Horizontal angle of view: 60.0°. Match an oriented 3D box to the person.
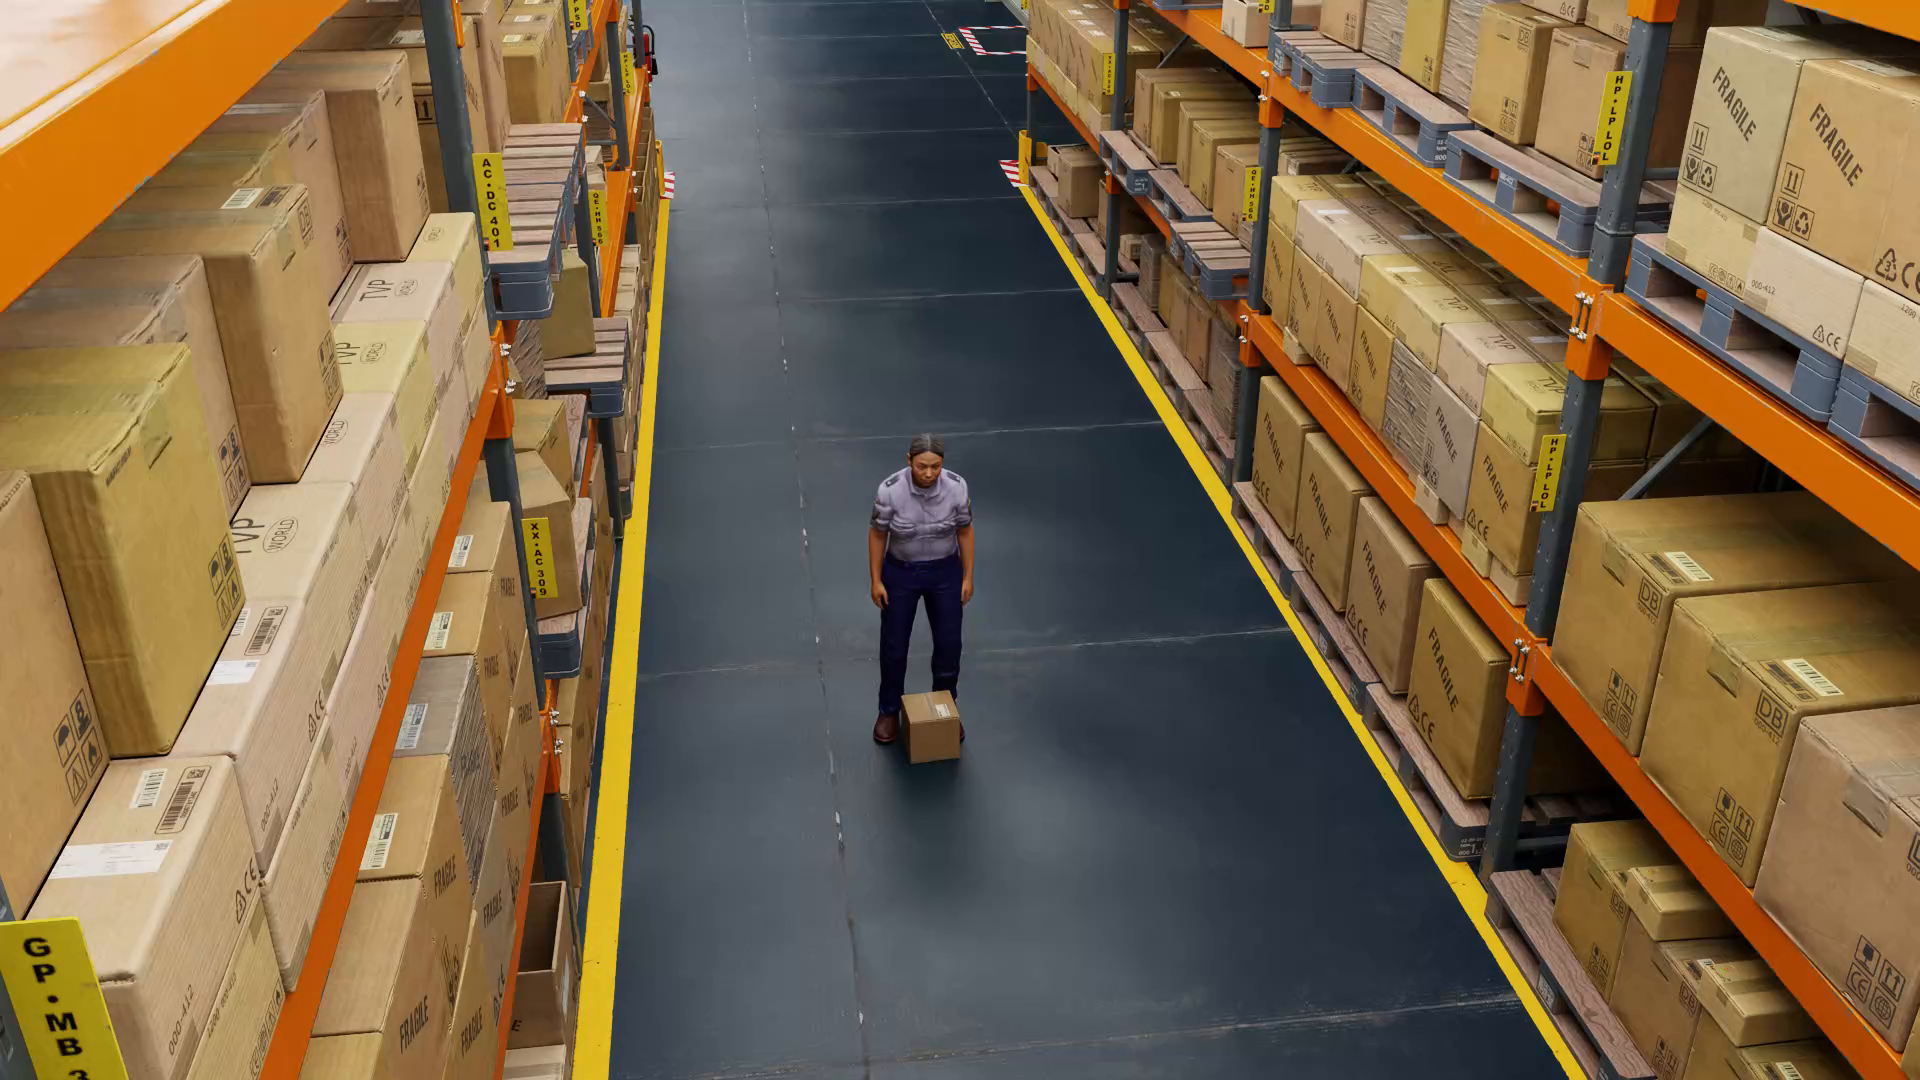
[{"bbox_3d":[-0.188,0.217,8.207,0.537,1.651,0.418,-4,28,-7],"label":"person"}]
